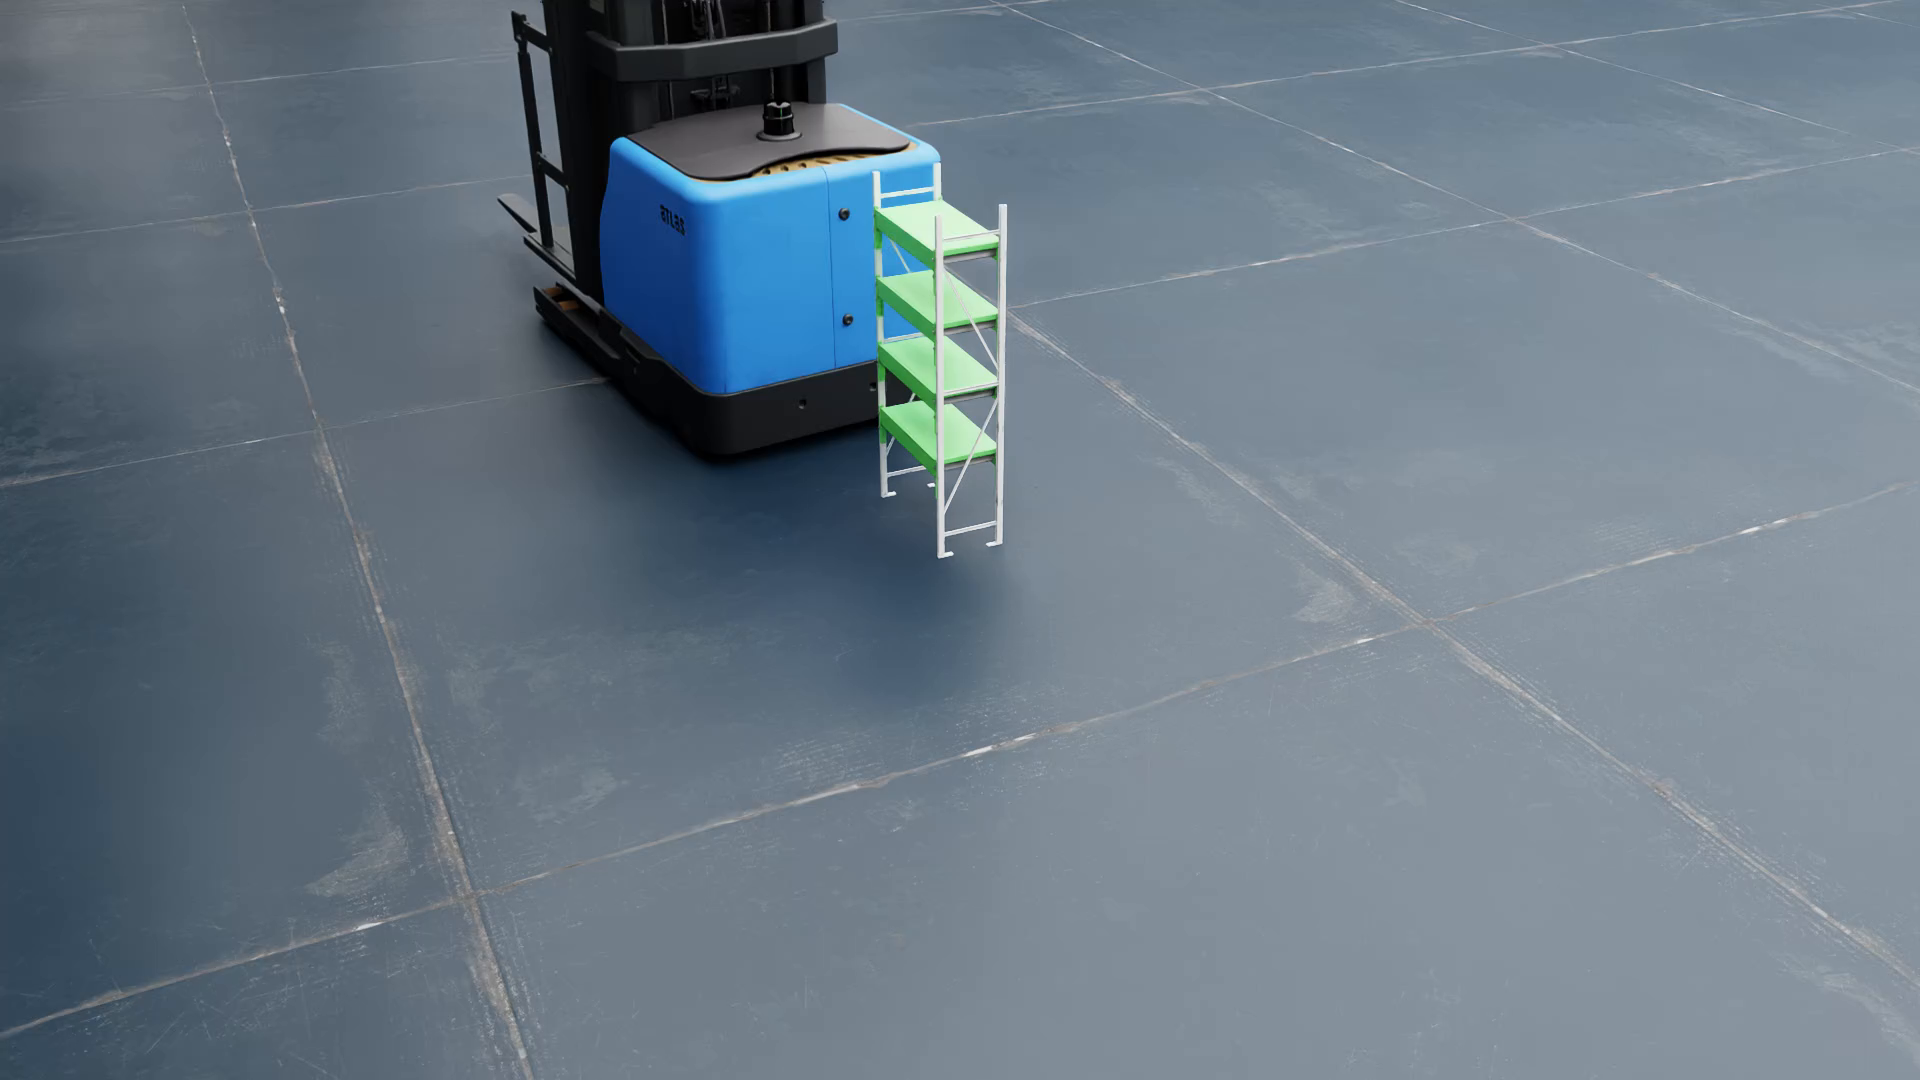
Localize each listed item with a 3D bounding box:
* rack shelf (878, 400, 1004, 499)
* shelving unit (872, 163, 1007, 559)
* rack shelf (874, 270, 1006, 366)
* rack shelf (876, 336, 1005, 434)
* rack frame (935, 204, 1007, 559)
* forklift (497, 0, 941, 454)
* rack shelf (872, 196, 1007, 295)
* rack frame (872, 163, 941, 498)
[{"bbox_3d":[-0.071,-0.331,5.736,0.258,0.148,0.480,-13,32,-22],"label":"rack shelf"},{"bbox_3d":[-0.071,-0.596,5.587,0.258,1.200,0.503,-13,32,-22],"label":"shelving unit"},{"bbox_3d":[-0.071,-0.750,5.501,0.258,0.148,0.480,-13,32,-22],"label":"rack shelf"},{"bbox_3d":[-0.071,-0.541,5.618,0.258,0.148,0.480,-13,32,-22],"label":"rack shelf"},{"bbox_3d":[0.034,-0.489,5.395,0.240,1.200,0.015,-13,32,-22],"label":"rack frame"},{"bbox_3d":[-1.255,-2.277,6.815,1.130,2.935,3.031,-17,33,-27],"label":"forklift"},{"bbox_3d":[-0.071,-0.959,5.383,0.258,0.148,0.480,-13,32,-22],"label":"rack shelf"},{"bbox_3d":[-0.176,-0.704,5.779,0.240,1.200,0.015,-13,32,-22],"label":"rack frame"}]
